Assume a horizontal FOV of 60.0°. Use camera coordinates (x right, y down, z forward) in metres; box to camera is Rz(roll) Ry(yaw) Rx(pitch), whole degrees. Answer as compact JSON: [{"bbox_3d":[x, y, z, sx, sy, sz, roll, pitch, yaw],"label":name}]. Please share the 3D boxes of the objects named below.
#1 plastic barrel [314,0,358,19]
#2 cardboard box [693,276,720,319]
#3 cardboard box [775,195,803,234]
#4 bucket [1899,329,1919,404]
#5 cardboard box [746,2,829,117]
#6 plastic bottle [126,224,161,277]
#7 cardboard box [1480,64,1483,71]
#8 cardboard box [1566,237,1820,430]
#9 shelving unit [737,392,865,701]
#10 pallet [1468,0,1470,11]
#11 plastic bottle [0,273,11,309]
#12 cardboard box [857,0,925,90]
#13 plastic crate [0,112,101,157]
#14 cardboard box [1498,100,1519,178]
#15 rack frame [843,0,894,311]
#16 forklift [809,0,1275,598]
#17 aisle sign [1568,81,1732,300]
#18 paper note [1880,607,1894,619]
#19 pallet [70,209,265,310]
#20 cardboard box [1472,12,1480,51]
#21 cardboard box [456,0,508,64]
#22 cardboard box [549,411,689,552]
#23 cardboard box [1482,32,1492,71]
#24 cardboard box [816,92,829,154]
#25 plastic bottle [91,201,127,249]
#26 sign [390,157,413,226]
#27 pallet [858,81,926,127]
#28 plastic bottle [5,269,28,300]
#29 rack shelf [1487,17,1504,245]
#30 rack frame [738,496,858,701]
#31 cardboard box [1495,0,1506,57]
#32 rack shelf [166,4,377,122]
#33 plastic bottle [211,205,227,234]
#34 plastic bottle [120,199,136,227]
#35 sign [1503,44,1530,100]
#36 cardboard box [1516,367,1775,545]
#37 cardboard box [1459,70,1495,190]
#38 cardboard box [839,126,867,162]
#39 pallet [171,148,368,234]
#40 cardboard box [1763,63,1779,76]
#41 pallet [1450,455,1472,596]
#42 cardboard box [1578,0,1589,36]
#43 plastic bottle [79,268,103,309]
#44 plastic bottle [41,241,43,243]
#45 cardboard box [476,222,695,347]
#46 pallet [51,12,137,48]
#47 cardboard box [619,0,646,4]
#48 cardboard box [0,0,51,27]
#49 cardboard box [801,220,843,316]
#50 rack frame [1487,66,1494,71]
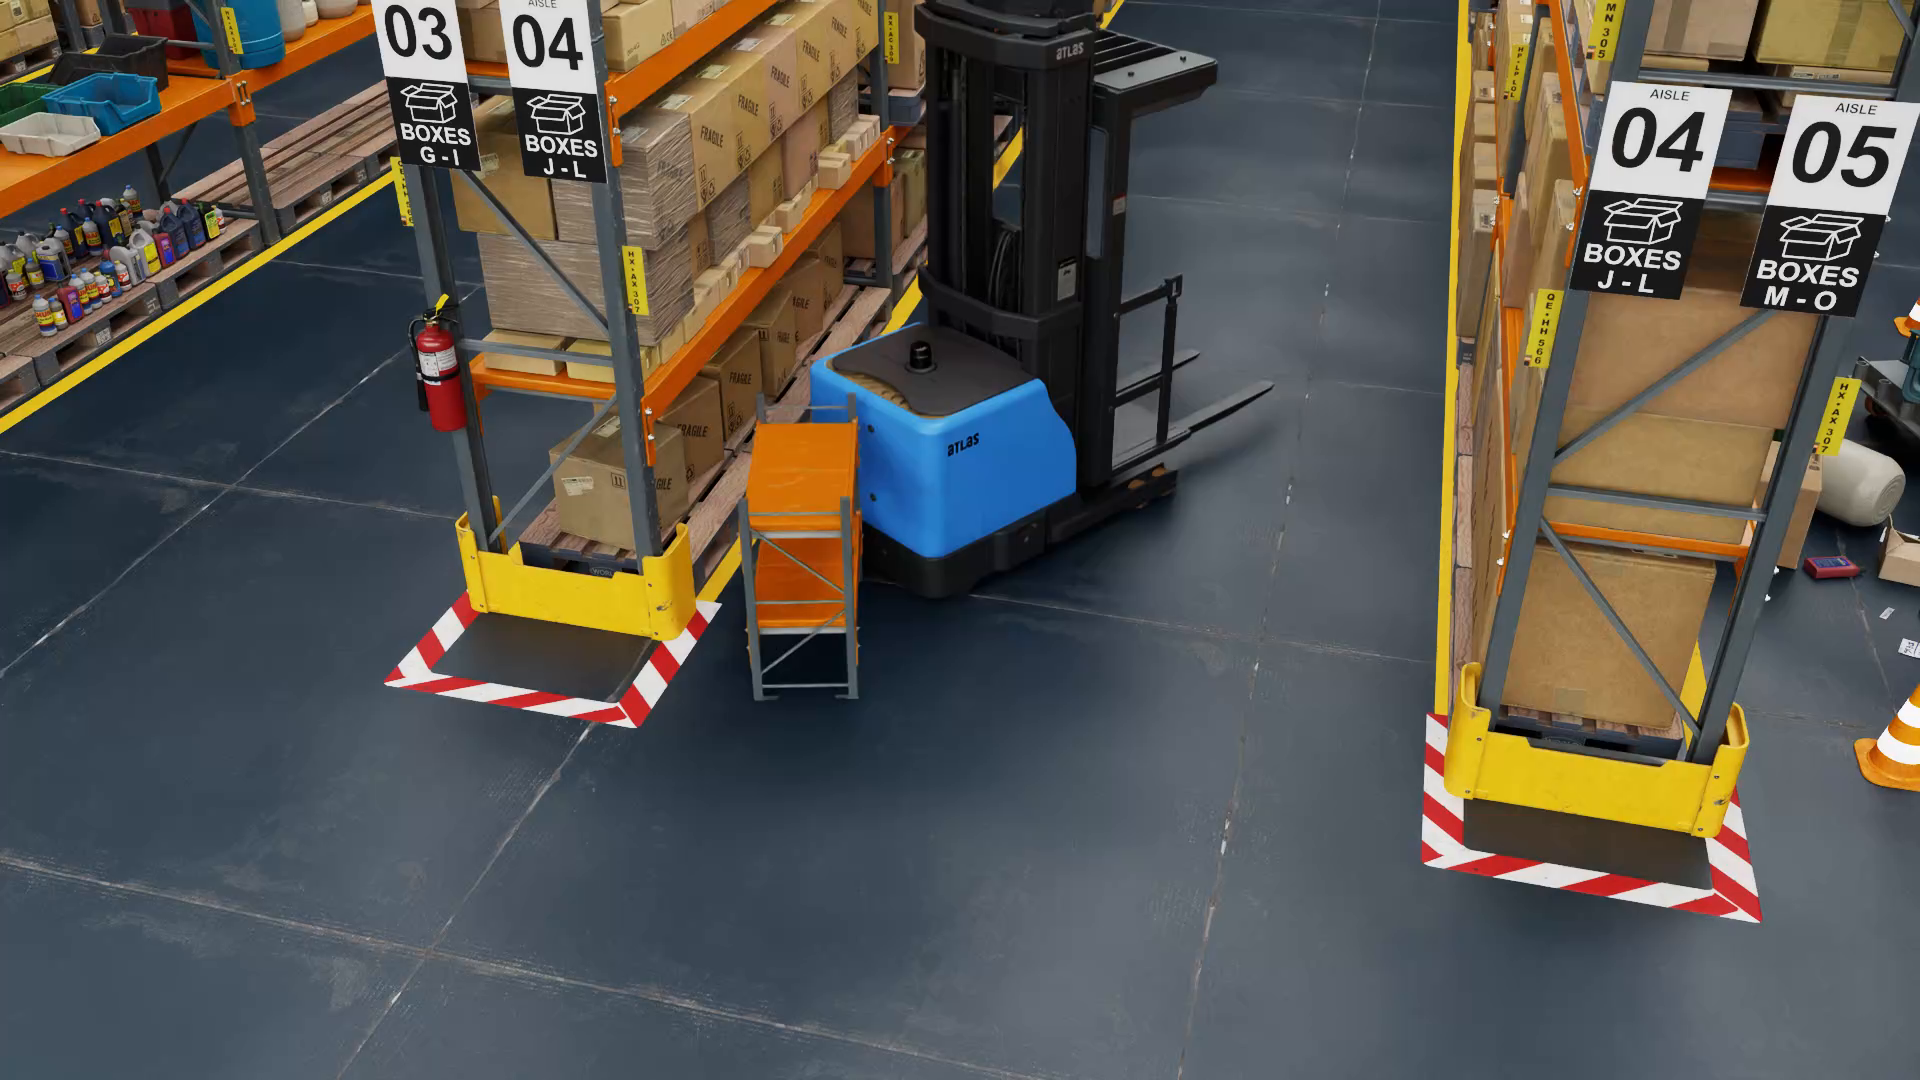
[{"bbox_3d":[-5.122,-4.529,13.452,0.433,0.535,0.433,0,32,0],"label":"plastic barrel"},{"bbox_3d":[-1.482,-1.271,8.688,0.380,0.149,0.250,8,33,12],"label":"cardboard box"},{"bbox_3d":[-1.138,-1.916,9.702,0.380,0.149,0.250,8,33,12],"label":"cardboard box"},{"bbox_3d":[5.995,-1.098,9.816,0.726,0.611,0.620,20,28,29],"label":"bucket"},{"bbox_3d":[-1.074,-2.750,9.477,0.500,0.500,0.500,8,33,12],"label":"cardboard box"},{"bbox_3d":[-5.779,-2.052,11.740,0.144,0.351,0.185,8,33,12],"label":"plastic bottle"},{"bbox_3d":[4.728,-3.798,14.366,0.500,0.500,0.500,8,33,12],"label":"cardboard box"},{"bbox_3d":[2.916,-0.853,6.649,0.875,0.550,0.550,8,33,12],"label":"cardboard box"},{"bbox_3d":[-0.758,0.017,8.174,0.538,1.125,1.048,-1,32,-1],"label":"shelving unit"},{"bbox_3d":[6.273,-6.185,18.783,1.003,0.211,1.213,8,33,12],"label":"pallet"},{"bbox_3d":[-6.543,-1.714,11.272,0.061,0.283,0.133,8,33,12],"label":"plastic bottle"},{"bbox_3d":[-0.636,-3.774,11.440,1.000,1.000,1.000,8,33,13],"label":"cardboard box"},{"bbox_3d":[-5.931,-2.636,10.846,0.530,0.136,0.437,8,33,12],"label":"plastic crate"},{"bbox_3d":[3.673,-2.572,10.406,0.500,0.500,0.500,8,33,12],"label":"cardboard box"},{"bbox_3d":[-0.973,-2.950,11.095,1.000,3.000,0.127,8,33,12],"label":"rack frame"},{"bbox_3d":[0.621,-1.605,9.042,3.031,2.935,1.130,-26,41,-35],"label":"forklift"},{"bbox_3d":[2.476,-1.248,5.994,0.394,0.787,0.004,8,33,12],"label":"aisle sign"},{"bbox_3d":[4.818,0.380,8.643,0.032,0.001,0.123,28,42,36],"label":"paper note"},{"bbox_3d":[-5.974,-2.105,12.364,1.003,0.211,1.213,8,33,12],"label":"pallet"},{"bbox_3d":[5.385,-5.149,16.492,0.500,0.500,0.500,9,34,14],"label":"cardboard box"},{"bbox_3d":[-2.111,-2.362,7.513,0.500,0.250,0.500,9,33,14],"label":"cardboard box"},{"bbox_3d":[-1.813,-0.319,8.894,0.500,0.500,0.500,14,35,21],"label":"cardboard box"},{"bbox_3d":[4.734,-4.128,14.186,0.500,0.250,0.500,7,33,11],"label":"cardboard box"},{"bbox_3d":[-1.308,-2.638,10.233,0.875,0.500,0.500,8,33,12],"label":"cardboard box"},{"bbox_3d":[-6.230,-2.310,12.147,0.144,0.351,0.185,8,33,12],"label":"plastic bottle"},{"bbox_3d":[-2.520,-1.582,7.569,0.100,0.325,0.005,8,33,12],"label":"sign"},{"bbox_3d":[-0.638,-3.246,11.739,1.003,0.211,1.213,8,33,12],"label":"pallet"},{"bbox_3d":[-6.486,-1.758,11.418,0.097,0.201,0.097,0,32,0],"label":"plastic bottle"},{"bbox_3d":[4.307,-2.957,11.775,1.077,0.370,4.000,8,33,12],"label":"rack shelf"},{"bbox_3d":[-0.744,0.290,7.745,0.500,1.125,0.032,-1,32,-1],"label":"rack frame"},{"bbox_3d":[4.313,-3.880,12.464,0.500,0.500,0.500,8,33,12],"label":"cardboard box"},{"bbox_3d":[-5.256,-4.359,13.981,1.077,0.370,4.000,8,33,12],"label":"rack shelf"},{"bbox_3d":[-5.554,-2.399,12.425,0.097,0.201,0.097,0,32,0],"label":"plastic bottle"},{"bbox_3d":[-6.294,-2.471,12.539,0.097,0.201,0.097,0,32,0],"label":"plastic bottle"},{"bbox_3d":[3.272,-2.746,9.769,0.100,0.325,0.005,8,33,12],"label":"sign"},{"bbox_3d":[2.834,-0.409,6.957,0.875,0.550,0.550,8,33,12],"label":"cardboard box"},{"bbox_3d":[4.573,-3.222,13.228,1.050,0.750,0.750,8,33,12],"label":"cardboard box"},{"bbox_3d":[-0.816,-2.564,10.722,0.380,0.149,0.250,8,33,12],"label":"cardboard box"},{"bbox_3d":[-5.602,-2.860,13.553,1.003,0.211,1.213,8,33,12],"label":"pallet"},{"bbox_3d":[3.245,-1.793,6.227,0.380,0.149,0.250,8,33,13],"label":"cardboard box"},{"bbox_3d":[3.223,-0.027,9.095,1.003,0.211,1.213,8,33,12],"label":"pallet"},{"bbox_3d":[2.735,-2.140,6.773,0.380,0.149,0.250,8,33,13],"label":"cardboard box"},{"bbox_3d":[-5.905,-1.711,11.279,0.097,0.271,0.097,0,32,0],"label":"plastic bottle"},{"bbox_3d":[-6.512,-2.025,11.838,0.097,0.201,0.097,0,32,0],"label":"plastic bottle"},{"bbox_3d":[-1.822,-1.324,8.166,0.875,0.500,0.500,8,33,12],"label":"cardboard box"},{"bbox_3d":[-9.313,-5.582,17.834,1.003,0.211,1.213,8,33,12],"label":"pallet"},{"bbox_3d":[-1.535,-2.478,7.324,0.380,0.149,0.250,9,33,13],"label":"cardboard box"},{"bbox_3d":[-9.433,-5.325,16.479,0.500,0.311,0.500,9,34,14],"label":"cardboard box"},{"bbox_3d":[-1.113,-1.870,11.335,0.500,0.500,0.500,7,33,11],"label":"cardboard box"},{"bbox_3d":[4.814,-4.298,13.215,1.000,3.000,0.127,8,33,12],"label":"rack frame"}]
